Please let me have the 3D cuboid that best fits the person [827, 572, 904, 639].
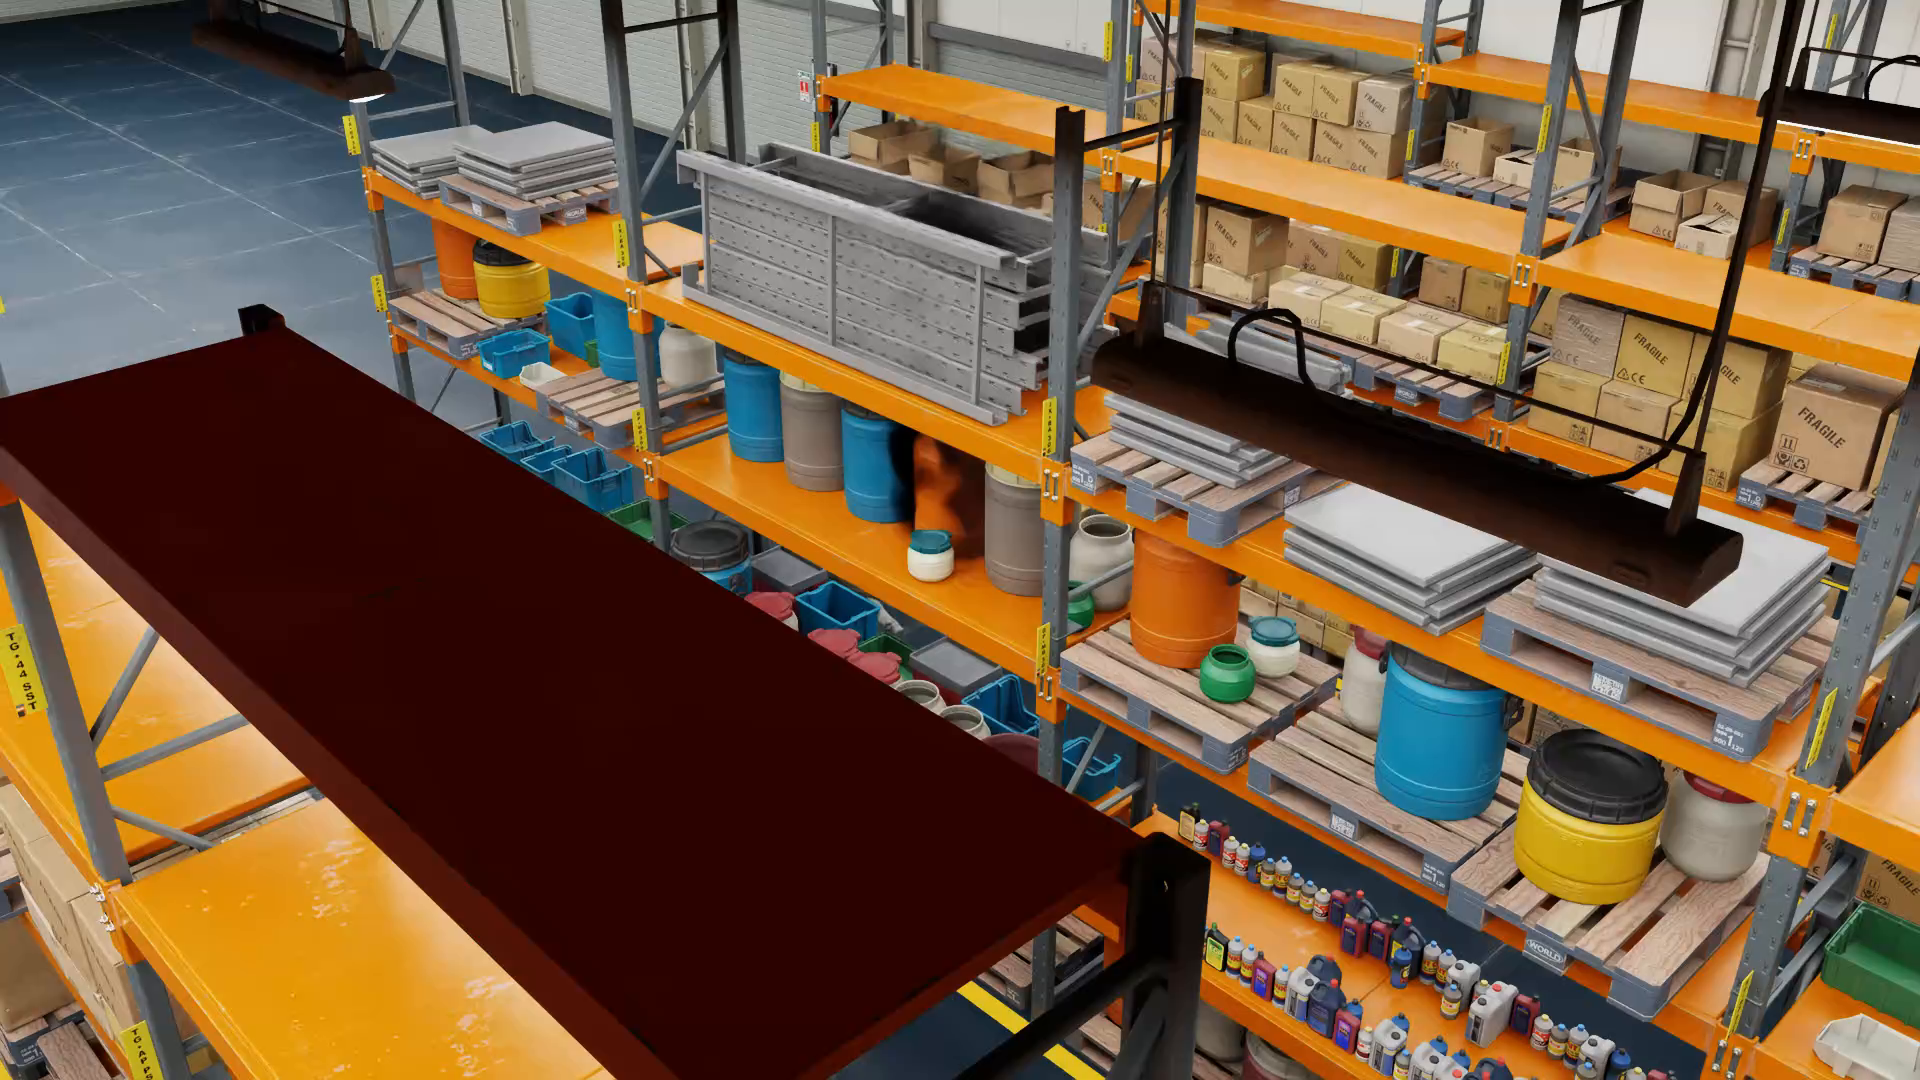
[{"bbox_3d":[-0.832,0.277,14.516,0.656,1.722,0.699,18,33,30],"label":"person"}]
